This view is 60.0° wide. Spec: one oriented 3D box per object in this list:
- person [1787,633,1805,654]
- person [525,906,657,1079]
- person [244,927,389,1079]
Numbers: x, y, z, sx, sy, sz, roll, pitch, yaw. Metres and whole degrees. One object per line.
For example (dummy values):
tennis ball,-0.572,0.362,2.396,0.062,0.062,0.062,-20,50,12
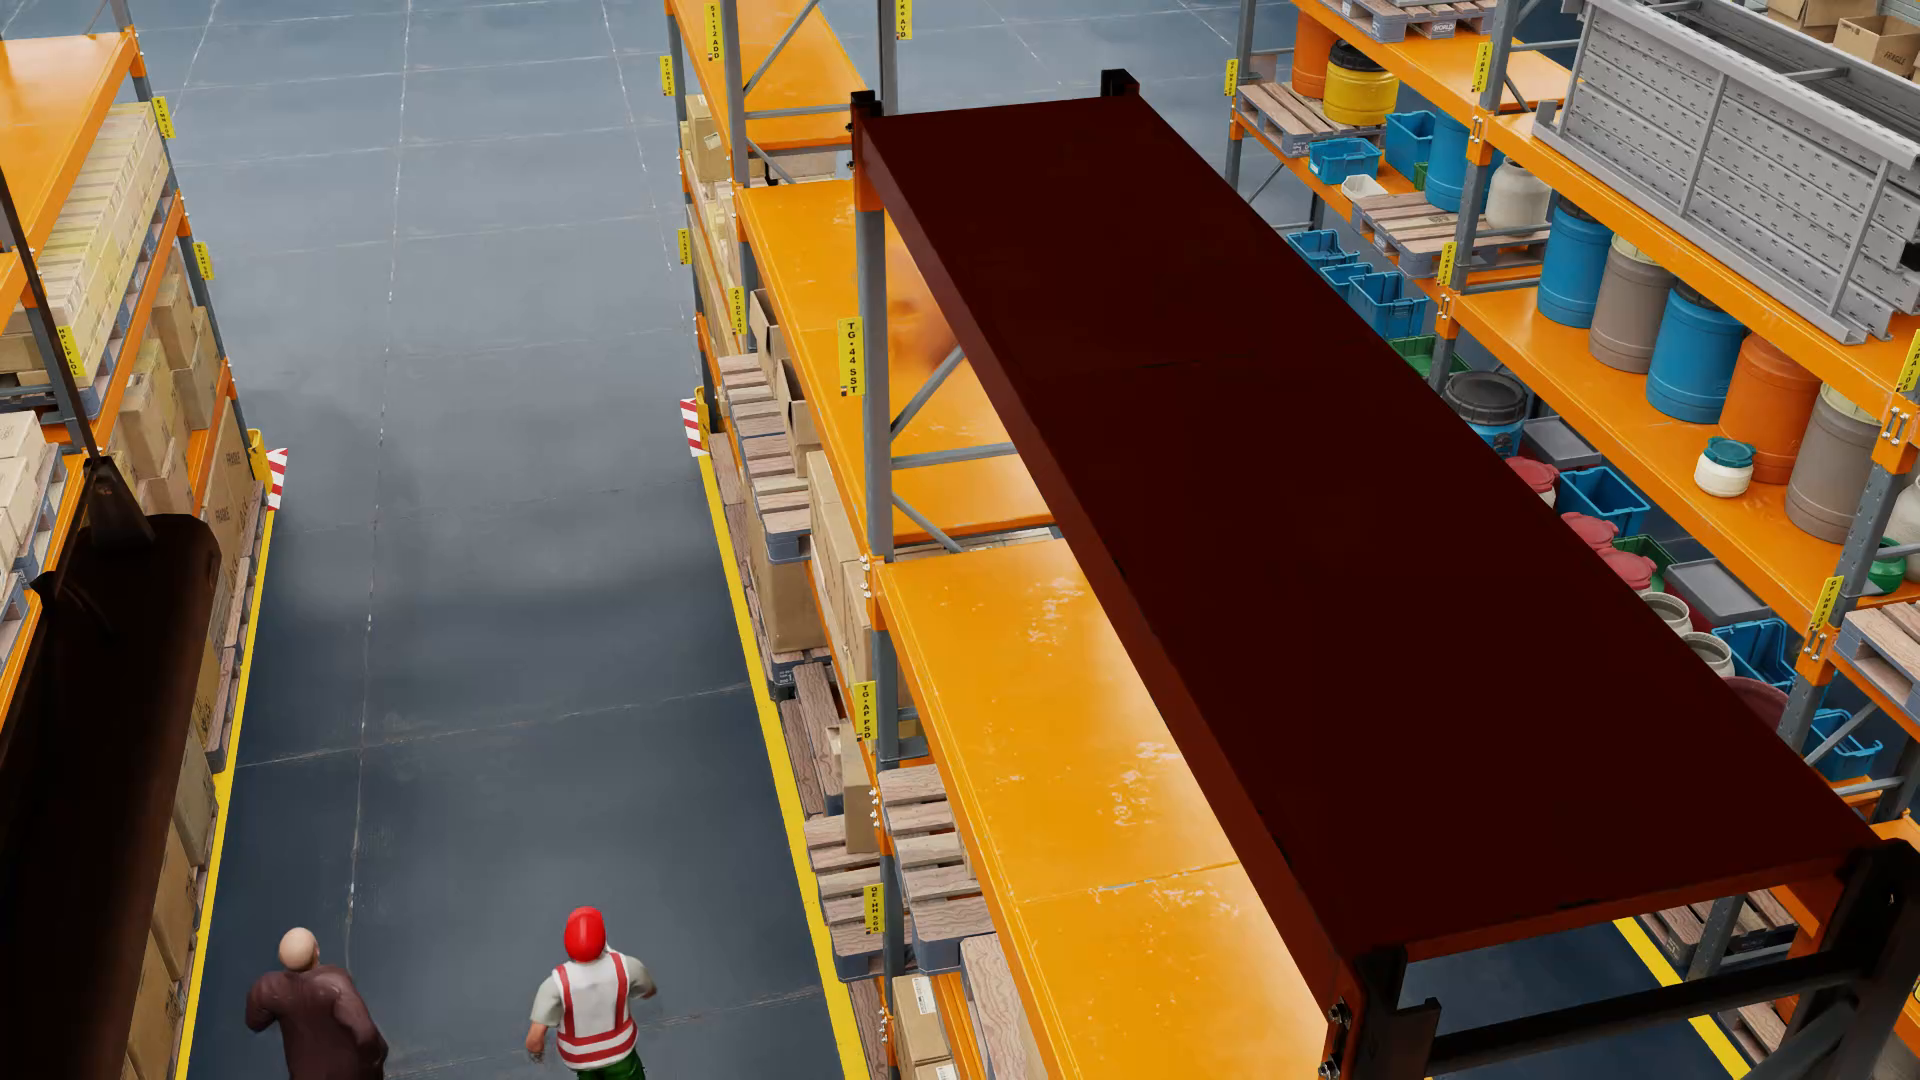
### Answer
person,6.172,0.096,12.382,0.661,1.769,0.936,-13,37,-18
person,-1.860,2.680,8.600,0.673,1.831,0.929,-8,35,-12
person,-3.250,2.715,8.576,0.688,1.842,0.872,-6,35,-9
